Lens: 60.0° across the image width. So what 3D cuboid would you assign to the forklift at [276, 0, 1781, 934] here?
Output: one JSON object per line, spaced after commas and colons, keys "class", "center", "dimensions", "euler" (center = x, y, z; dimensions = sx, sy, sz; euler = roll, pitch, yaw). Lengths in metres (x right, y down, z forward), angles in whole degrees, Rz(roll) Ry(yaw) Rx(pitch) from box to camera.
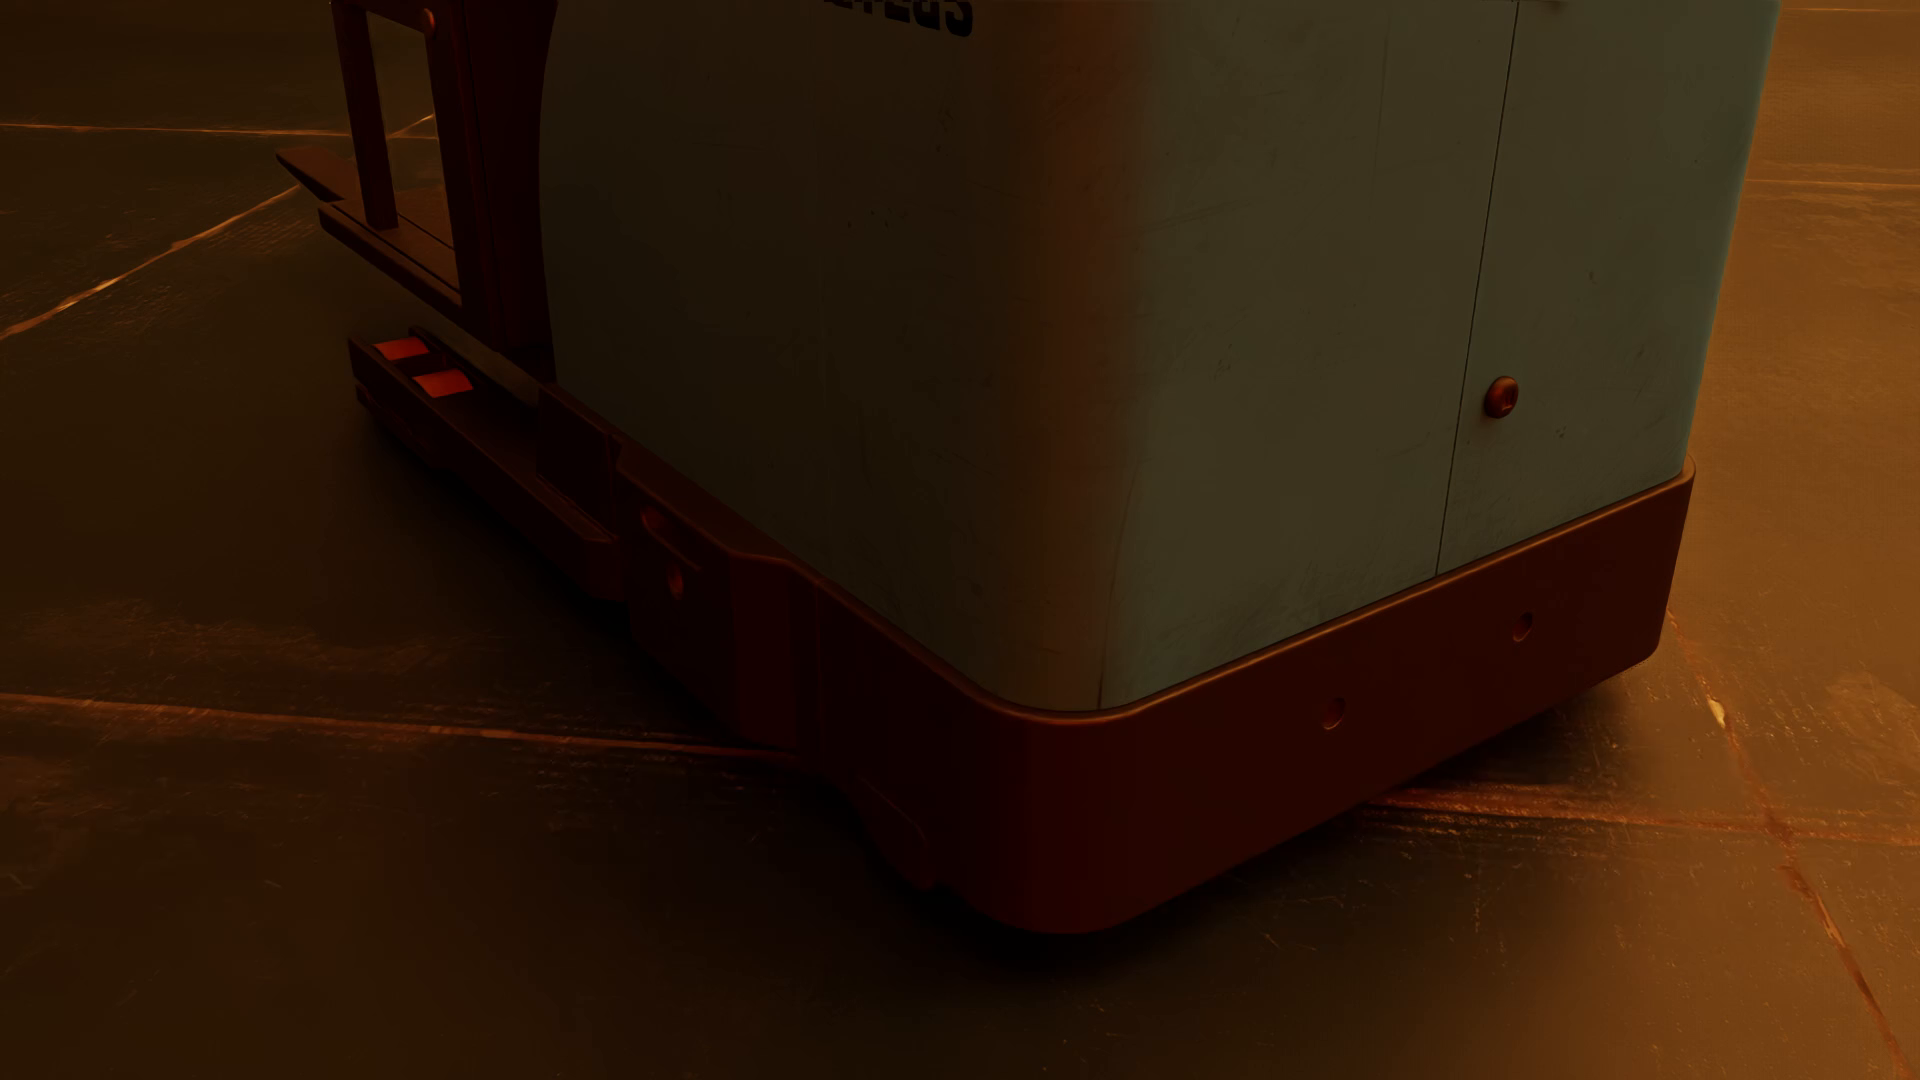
{"class": "forklift", "center": [-0.388, -1.536, 2.297], "dimensions": [1.130, 2.935, 3.031], "euler": [-18, 32, -32]}
